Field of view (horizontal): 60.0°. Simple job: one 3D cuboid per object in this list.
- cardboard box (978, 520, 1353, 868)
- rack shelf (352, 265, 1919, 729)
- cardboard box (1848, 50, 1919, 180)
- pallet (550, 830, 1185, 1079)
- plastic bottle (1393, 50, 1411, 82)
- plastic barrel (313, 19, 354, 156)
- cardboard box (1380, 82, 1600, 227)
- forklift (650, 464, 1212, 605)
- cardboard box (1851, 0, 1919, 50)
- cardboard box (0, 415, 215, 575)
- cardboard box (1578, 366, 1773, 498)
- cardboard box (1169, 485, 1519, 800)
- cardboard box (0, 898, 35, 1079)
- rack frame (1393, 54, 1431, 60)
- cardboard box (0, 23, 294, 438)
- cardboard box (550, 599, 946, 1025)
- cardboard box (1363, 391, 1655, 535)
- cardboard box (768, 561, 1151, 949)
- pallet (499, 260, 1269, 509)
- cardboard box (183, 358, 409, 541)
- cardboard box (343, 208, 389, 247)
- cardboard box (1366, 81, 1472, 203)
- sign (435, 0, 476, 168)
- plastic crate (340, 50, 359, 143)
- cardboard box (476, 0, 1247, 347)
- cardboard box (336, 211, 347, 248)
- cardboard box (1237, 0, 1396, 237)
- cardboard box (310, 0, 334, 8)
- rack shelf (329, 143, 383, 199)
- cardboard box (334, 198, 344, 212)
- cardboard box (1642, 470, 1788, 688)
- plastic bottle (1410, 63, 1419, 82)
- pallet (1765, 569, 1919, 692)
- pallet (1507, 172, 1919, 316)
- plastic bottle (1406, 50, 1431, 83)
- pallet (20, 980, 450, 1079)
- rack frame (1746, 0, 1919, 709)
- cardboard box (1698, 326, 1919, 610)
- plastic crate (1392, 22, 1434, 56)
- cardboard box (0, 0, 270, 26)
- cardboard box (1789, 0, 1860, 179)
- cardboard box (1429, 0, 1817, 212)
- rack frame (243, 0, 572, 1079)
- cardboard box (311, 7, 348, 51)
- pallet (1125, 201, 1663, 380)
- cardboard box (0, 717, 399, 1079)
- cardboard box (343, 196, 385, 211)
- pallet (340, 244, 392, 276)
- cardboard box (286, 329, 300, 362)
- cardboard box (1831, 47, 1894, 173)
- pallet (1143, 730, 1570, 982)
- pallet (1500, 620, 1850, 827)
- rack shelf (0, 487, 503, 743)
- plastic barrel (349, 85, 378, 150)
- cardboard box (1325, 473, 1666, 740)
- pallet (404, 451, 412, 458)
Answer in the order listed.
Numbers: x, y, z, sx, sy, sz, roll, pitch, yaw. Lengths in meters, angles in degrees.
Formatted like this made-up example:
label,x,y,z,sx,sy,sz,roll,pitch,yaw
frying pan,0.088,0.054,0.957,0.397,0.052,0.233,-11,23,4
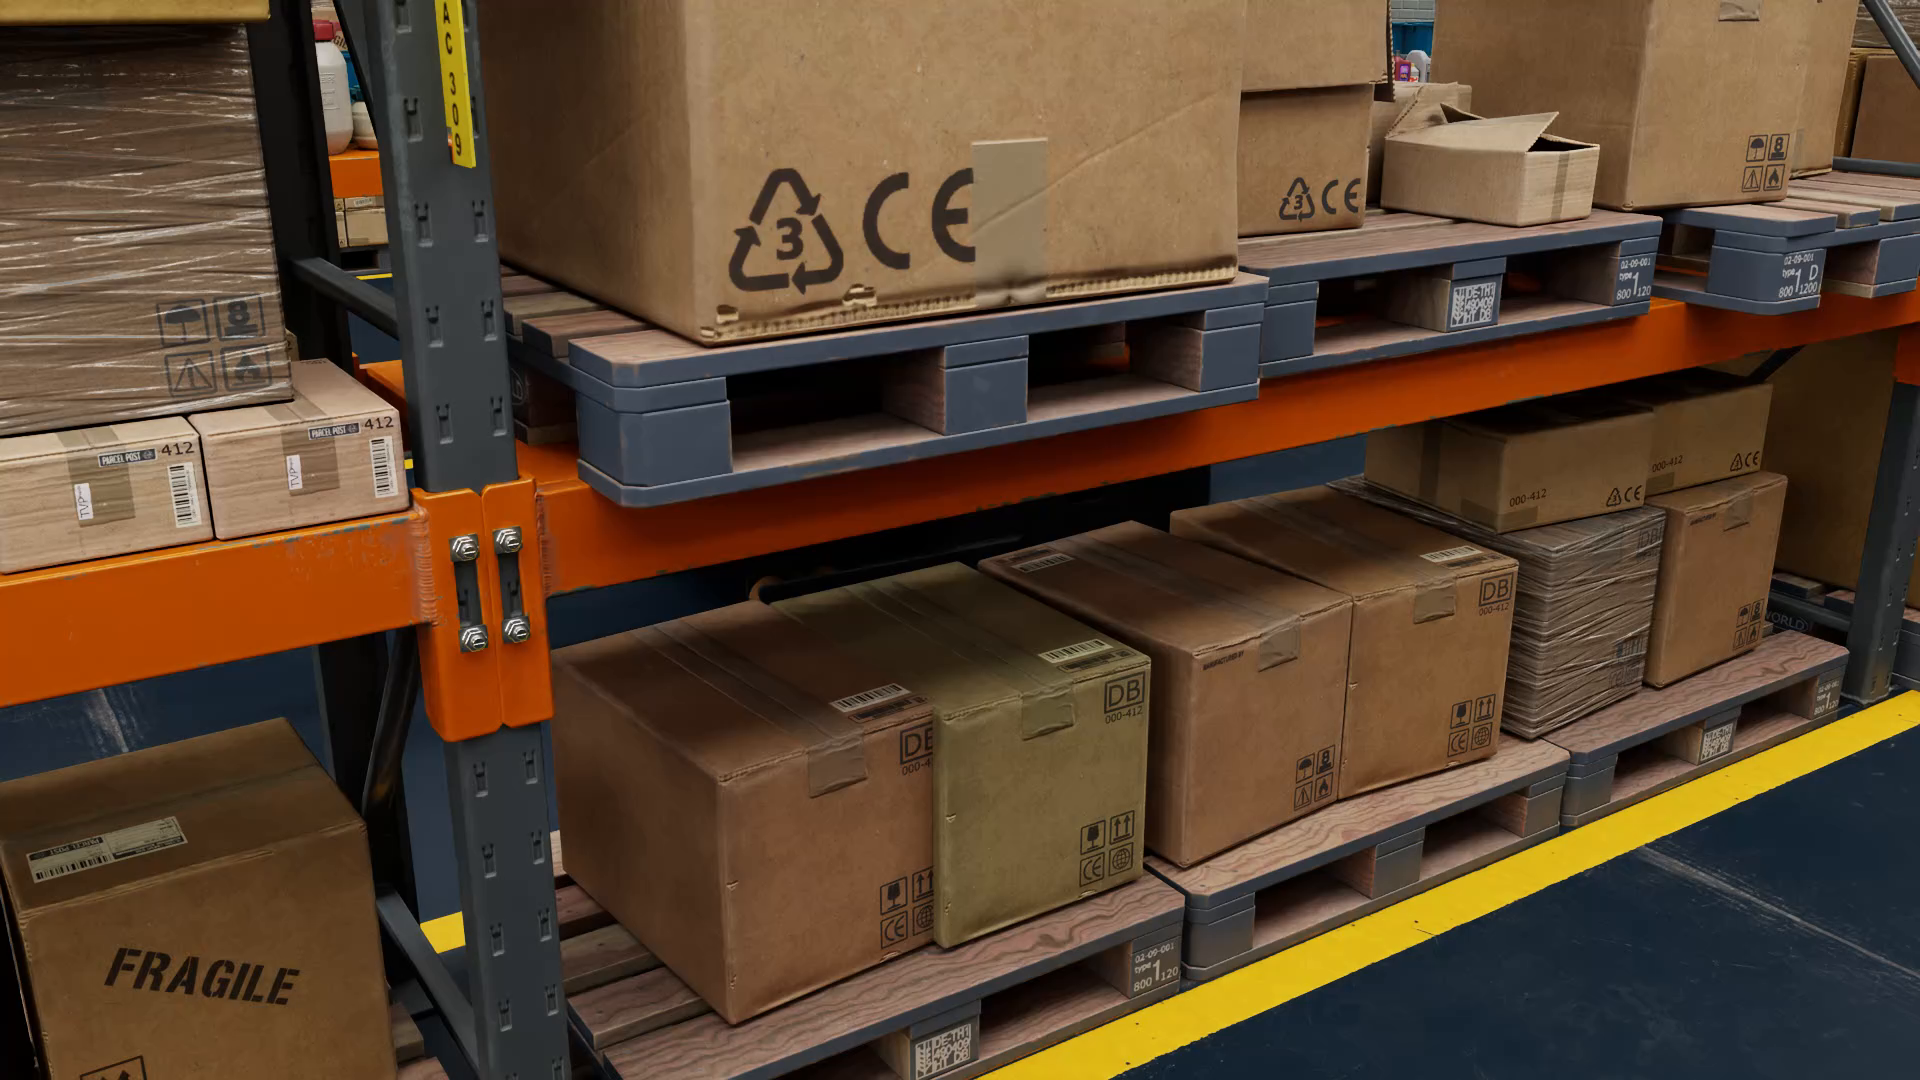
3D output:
label,x,y,z,sx,sy,sz,roll,pitch,yaw
cardboard box,0.450,0.322,3.826,0.500,0.500,0.700,-14,23,-36
rack shelf,0.720,-0.385,3.825,4.000,0.370,1.077,-12,22,-31
cardboard box,2.946,-1.139,4.774,0.500,0.500,0.500,-11,22,-30
pallet,-0.301,0.809,3.521,1.213,0.211,1.003,-12,22,-31
plastic bottle,2.688,-2.844,10.155,0.133,0.283,0.061,-12,22,-31
plastic barrel,-2.755,-1.873,6.889,0.433,0.535,0.433,0,19,0
cardboard box,1.146,-0.848,3.623,0.258,0.266,0.396,-13,22,-33
forklift,-0.602,-1.298,5.508,3.031,2.935,1.130,-10,21,-28
cardboard box,3.010,-1.726,4.943,0.637,0.503,0.797,-11,22,-30
cardboard box,-1.182,-0.097,2.240,0.250,0.149,0.380,-12,22,-31
cardboard box,1.847,-0.332,4.589,0.500,0.250,0.500,-11,22,-29
cardboard box,0.916,0.223,4.117,0.500,0.500,0.700,-10,21,-27
cardboard box,-1.781,0.774,2.519,0.500,0.500,0.500,-5,19,-14
rack frame,3.007,-3.108,10.754,0.127,3.000,1.000,-12,22,-31
cardboard box,-1.360,-0.500,2.418,0.500,0.500,0.875,-12,22,-31
cardboard box,-0.426,0.499,3.300,0.500,0.500,0.700,-14,23,-36
cardboard box,1.410,-0.236,4.304,0.500,0.250,0.500,-9,21,-25
cardboard box,-0.017,0.420,3.534,0.500,0.500,0.700,-12,22,-32
pallet,-0.232,-0.379,2.981,1.213,0.211,1.003,-12,22,-31
cardboard box,-0.968,-0.139,2.363,0.250,0.149,0.380,-12,22,-31
cardboard box,-4.210,-2.288,11.966,0.500,0.250,0.500,-11,22,-30
cardboard box,0.864,-0.973,4.017,0.500,0.250,0.500,-13,22,-33
sign,-0.646,-0.640,2.104,0.005,0.325,0.100,-12,22,-31
plastic crate,-2.924,-1.969,7.410,0.575,0.384,0.392,-12,22,-31
cardboard box,-0.210,-0.960,2.807,1.000,1.000,1.000,-12,22,-31
cardboard box,-4.638,-2.197,11.696,0.500,0.250,0.500,-11,22,-30
cardboard box,0.447,-0.952,3.560,0.637,0.503,0.797,-9,21,-26
cardboard box,-6.169,-5.224,16.169,0.500,0.500,0.700,-15,24,-38
rack shelf,-2.004,-1.710,7.743,4.000,0.370,1.077,-12,22,-31
cardboard box,-4.630,-2.464,11.611,0.500,0.311,0.500,-11,22,-30
cardboard box,1.842,0.021,4.717,0.500,0.500,0.700,-13,23,-34
plastic bottle,2.774,-2.830,10.243,0.097,0.201,0.097,0,19,0
pallet,3.090,0.124,5.549,1.213,0.211,1.003,-12,22,-31
pallet,1.854,-0.834,4.327,1.003,0.211,1.213,-12,22,-31
plastic bottle,2.856,-2.893,10.313,0.135,0.276,0.152,-12,22,-31
pallet,-1.492,1.075,2.736,1.213,0.211,1.003,-12,22,-31
rack frame,2.390,-1.079,4.752,0.127,3.000,1.000,-12,22,-31
cardboard box,2.978,-0.387,5.368,0.875,0.875,1.225,-13,23,-34
plastic crate,3.209,-3.302,11.260,0.575,0.384,0.392,-12,22,-31
cardboard box,-1.175,-0.883,1.992,0.500,0.500,0.500,-12,22,-31
cardboard box,1.961,-1.219,4.355,0.500,0.500,0.500,-15,24,-38
cardboard box,1.550,-1.094,3.985,0.500,0.500,0.700,-8,20,-23
rack frame,-0.950,-0.374,2.668,0.127,3.000,1.000,-12,22,-31
cardboard box,-4.447,-3.476,11.688,0.500,0.500,0.500,-13,23,-34
pallet,0.760,-0.628,3.719,1.213,0.211,1.003,-12,22,-31
cardboard box,-1.306,0.671,2.824,0.500,0.500,0.500,-13,22,-33
cardboard box,-4.210,-2.551,11.870,0.500,0.311,0.500,-12,22,-32
pallet,-4.782,-2.060,12.008,1.213,0.211,1.003,-12,22,-31
cardboard box,-1.295,-0.298,2.834,0.250,0.149,0.380,-12,22,-31
cardboard box,2.666,-1.279,5.189,0.500,0.500,0.500,-11,22,-30
pallet,0.719,0.593,4.160,1.213,0.211,1.003,-12,22,-31
pallet,1.737,0.380,4.792,1.213,0.211,1.003,-12,22,-31
rack shelf,-2.621,0.319,1.741,4.000,0.370,1.077,-12,22,-31
plastic barrel,-2.485,-1.825,7.177,0.301,0.262,0.301,0,19,0
cardboard box,1.386,0.122,4.417,0.500,0.500,0.700,-14,23,-36
pallet,-3.040,-0.527,7.473,1.213,0.211,1.003,-12,22,-31
